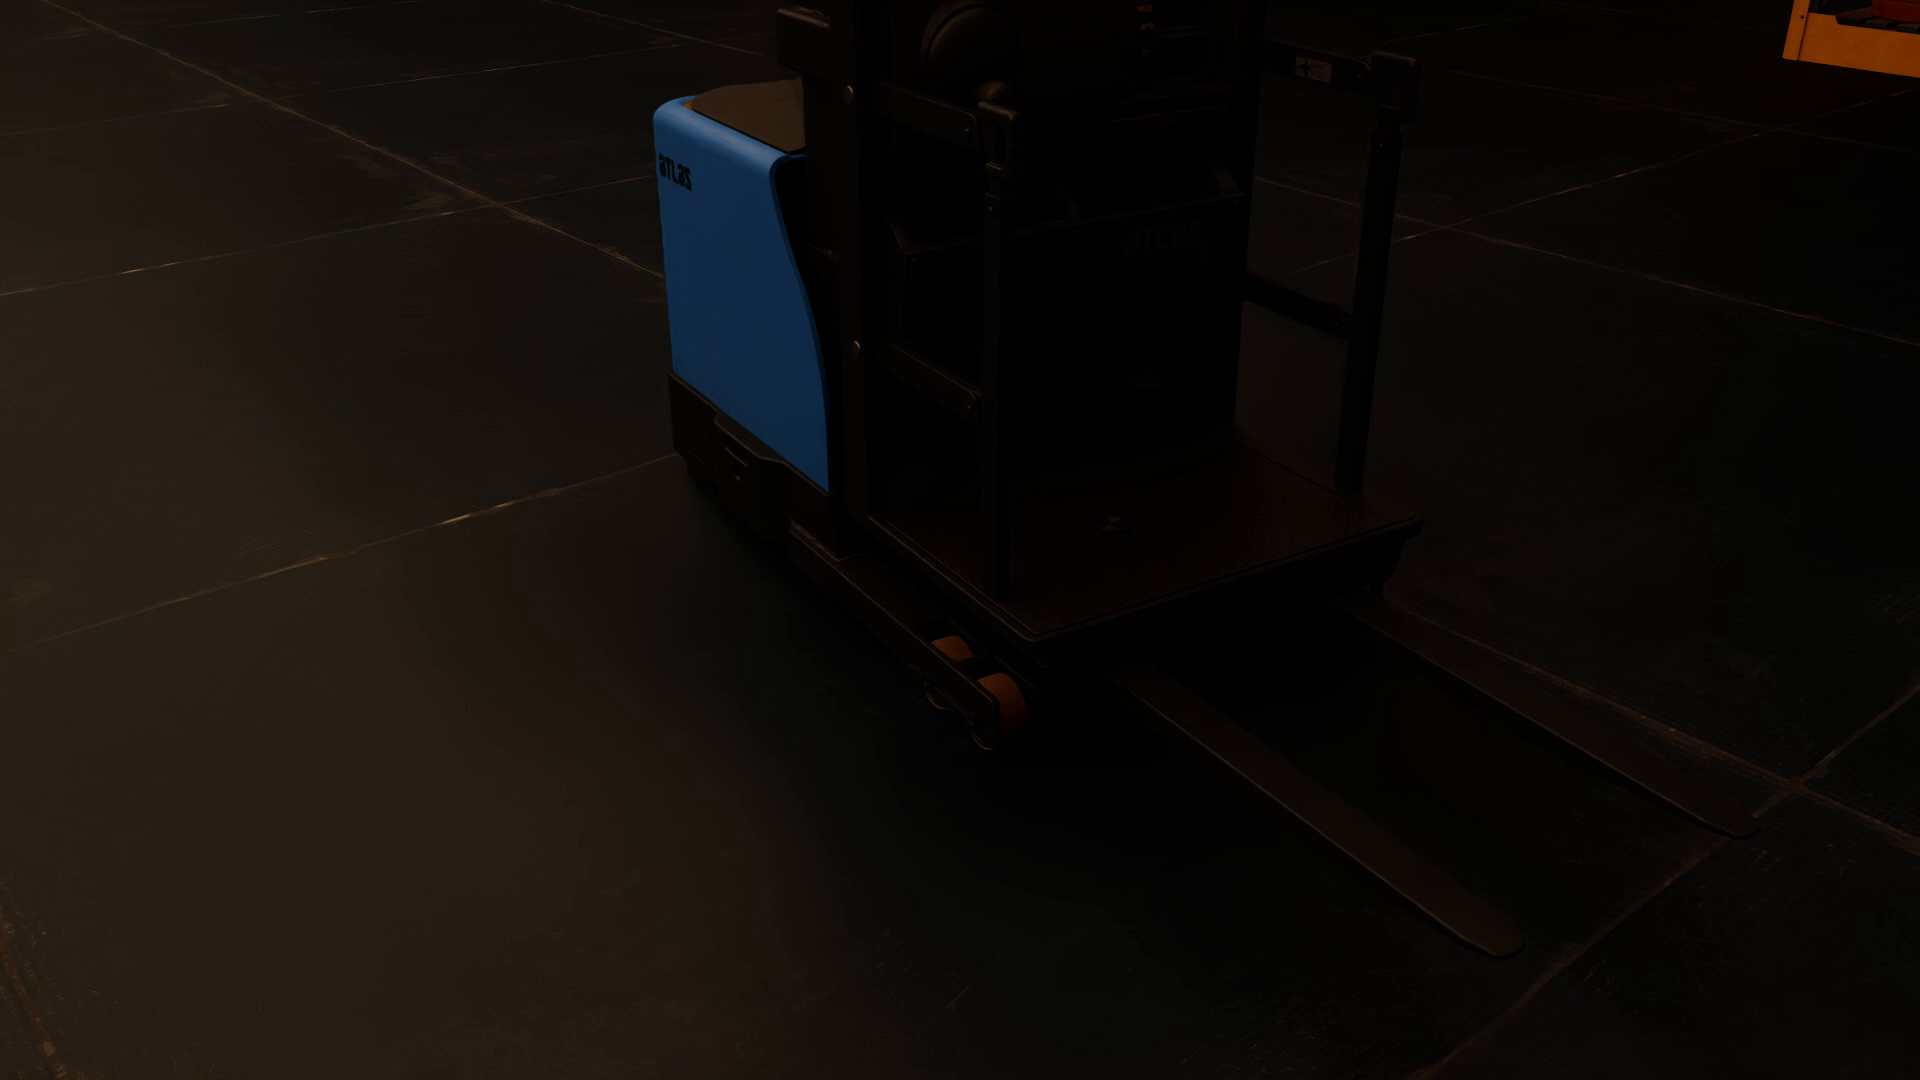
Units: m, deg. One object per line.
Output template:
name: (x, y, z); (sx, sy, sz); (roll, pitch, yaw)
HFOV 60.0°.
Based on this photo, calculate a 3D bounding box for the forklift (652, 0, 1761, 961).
forklift: (0.355, -1.095, 3.410); (1.130, 2.935, 3.031); (-15, 30, -28)
